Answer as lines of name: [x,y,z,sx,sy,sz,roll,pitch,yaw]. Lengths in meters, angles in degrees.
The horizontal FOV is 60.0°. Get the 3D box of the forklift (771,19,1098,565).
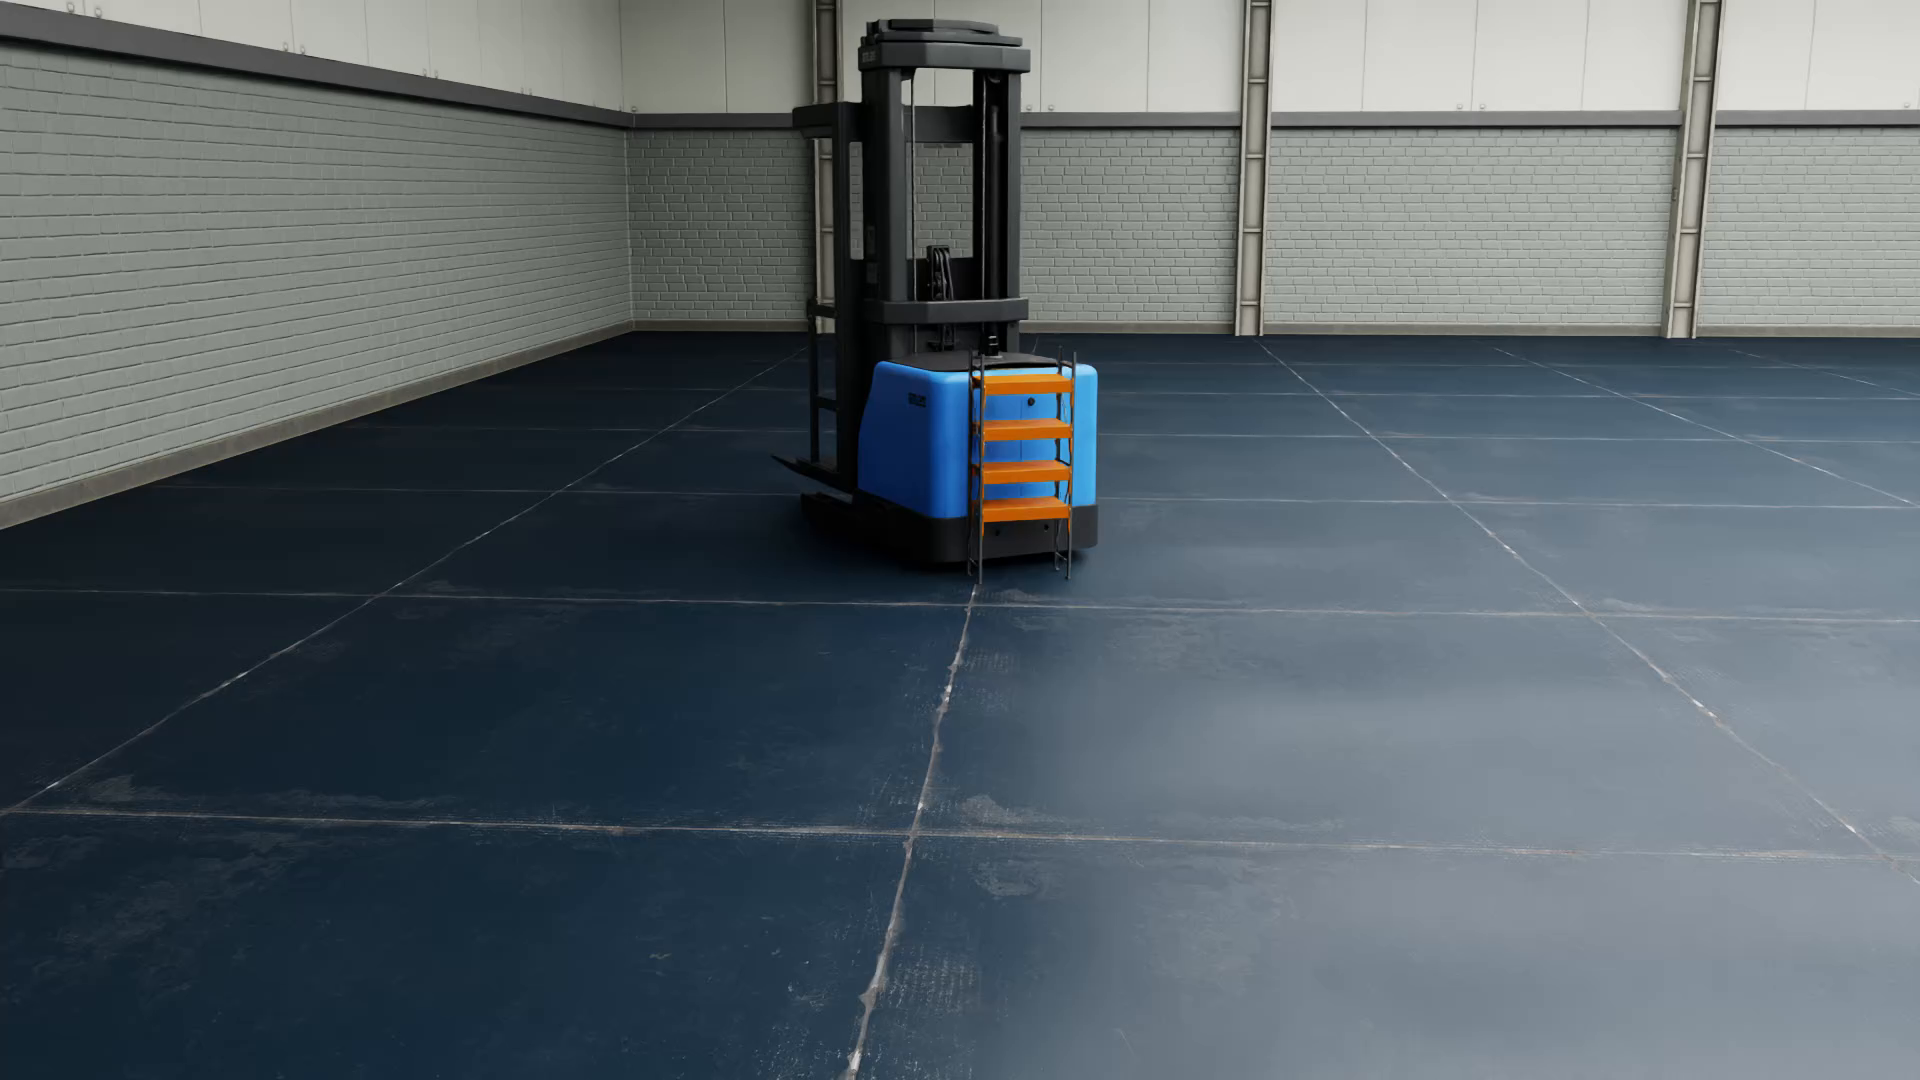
forklift: [-0.337,-1.560,10.069,1.130,2.935,3.031,-6,13,-26]

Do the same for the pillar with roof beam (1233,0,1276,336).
pillar with roof beam: [3.839,-6.467,18.704,0.400,9.000,9.100,1,12,4]

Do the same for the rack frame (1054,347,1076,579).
rack frame: [0.550,-0.403,8.744,0.015,1.200,0.240,-3,14,-15]

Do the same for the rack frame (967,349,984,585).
rack frame: [0.079,-0.377,8.617,0.015,1.200,0.240,-3,14,-15]

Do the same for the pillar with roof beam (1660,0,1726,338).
pillar with roof beam: [9.826,-6.385,18.312,0.400,9.000,9.100,1,12,4]

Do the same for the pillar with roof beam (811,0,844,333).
pillar with roof beam: [-2.147,-6.549,19.097,0.400,9.000,9.100,1,12,4]

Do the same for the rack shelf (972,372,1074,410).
rack shelf: [0.318,-0.772,8.589,0.480,0.148,0.258,-3,14,-15]

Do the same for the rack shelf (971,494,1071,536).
rack shelf: [0.313,-0.131,8.743,0.480,0.148,0.258,-3,14,-15]

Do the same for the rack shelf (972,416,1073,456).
rack shelf: [0.316,-0.542,8.644,0.480,0.148,0.258,-3,14,-15]

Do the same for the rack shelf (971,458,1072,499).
rack shelf: [0.314,-0.324,8.696,0.480,0.148,0.258,-3,14,-15]

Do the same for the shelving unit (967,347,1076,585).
shelving unit: [0.315,-0.390,8.681,0.503,1.200,0.258,-3,14,-15]
